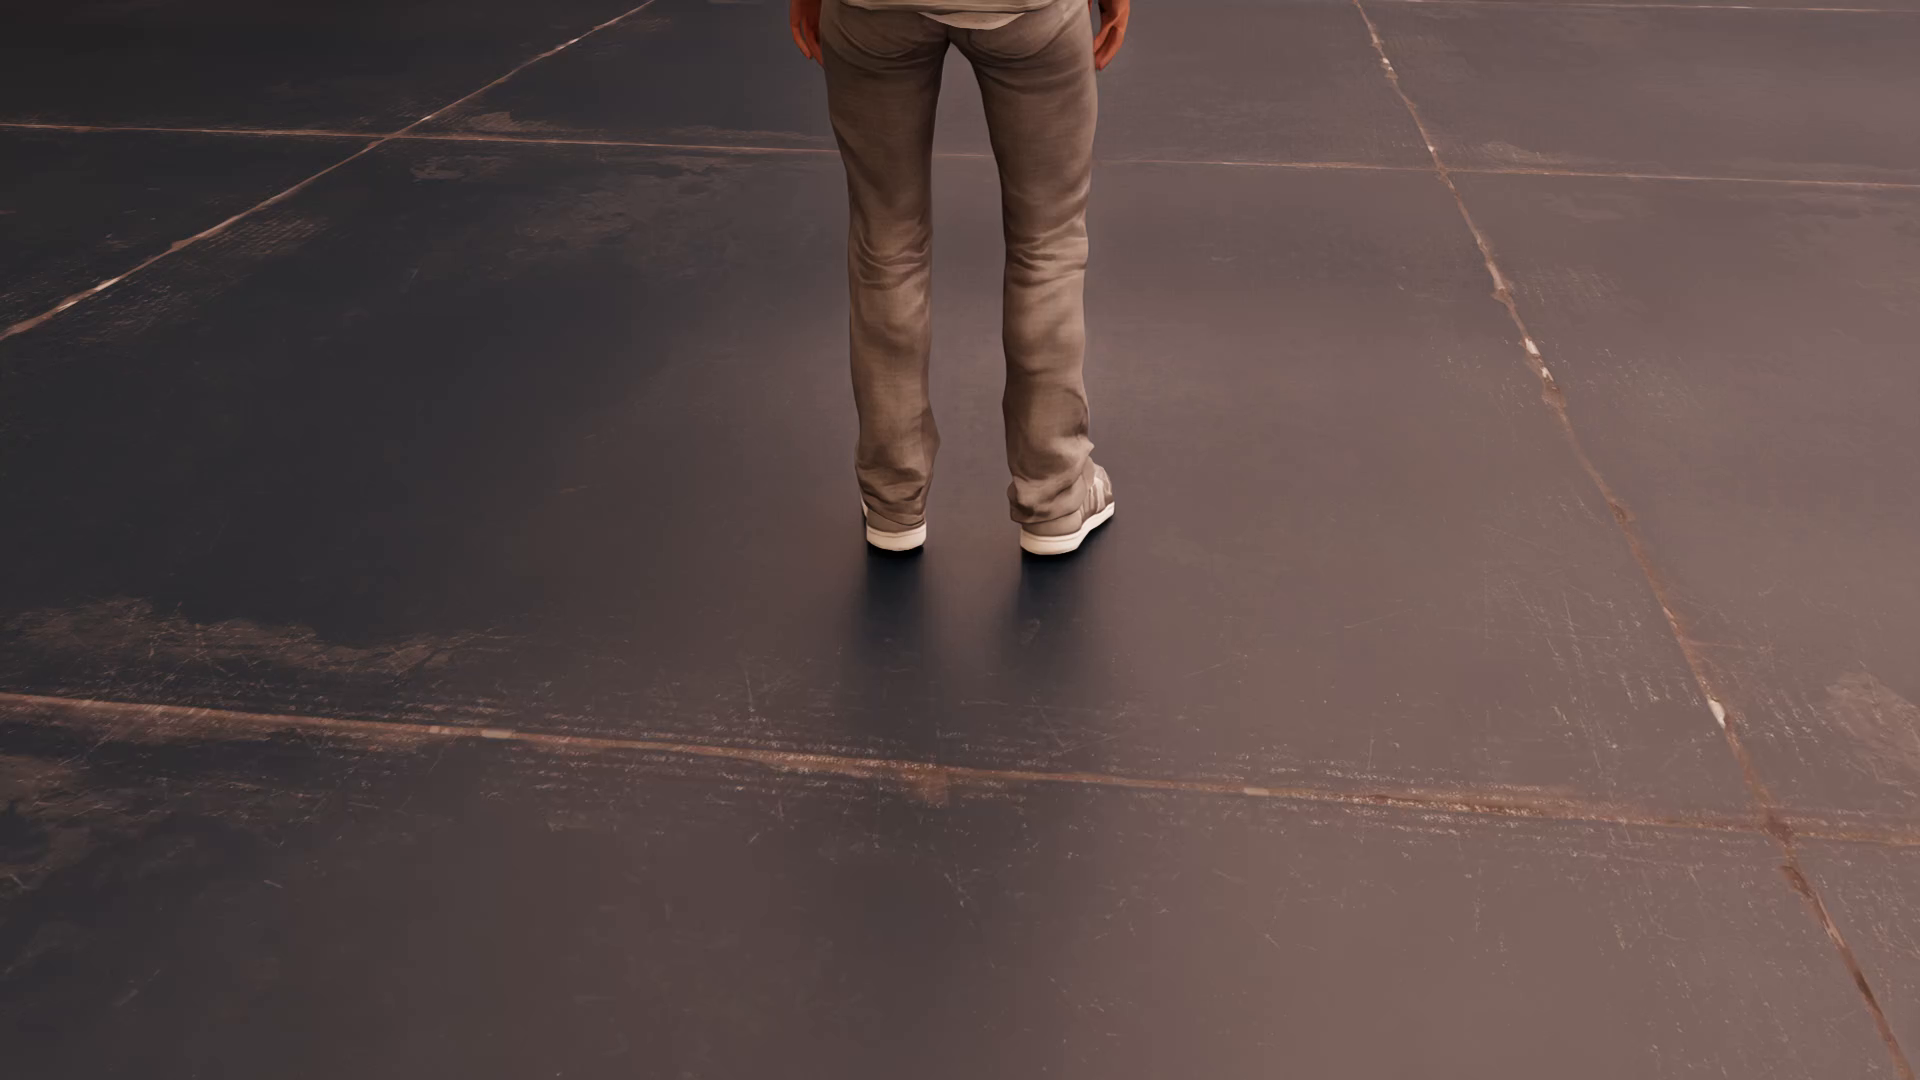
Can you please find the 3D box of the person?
[{"bbox_3d":[-0.003,-0.717,2.167,0.467,1.581,0.344,3,27,5],"label":"person"}]
